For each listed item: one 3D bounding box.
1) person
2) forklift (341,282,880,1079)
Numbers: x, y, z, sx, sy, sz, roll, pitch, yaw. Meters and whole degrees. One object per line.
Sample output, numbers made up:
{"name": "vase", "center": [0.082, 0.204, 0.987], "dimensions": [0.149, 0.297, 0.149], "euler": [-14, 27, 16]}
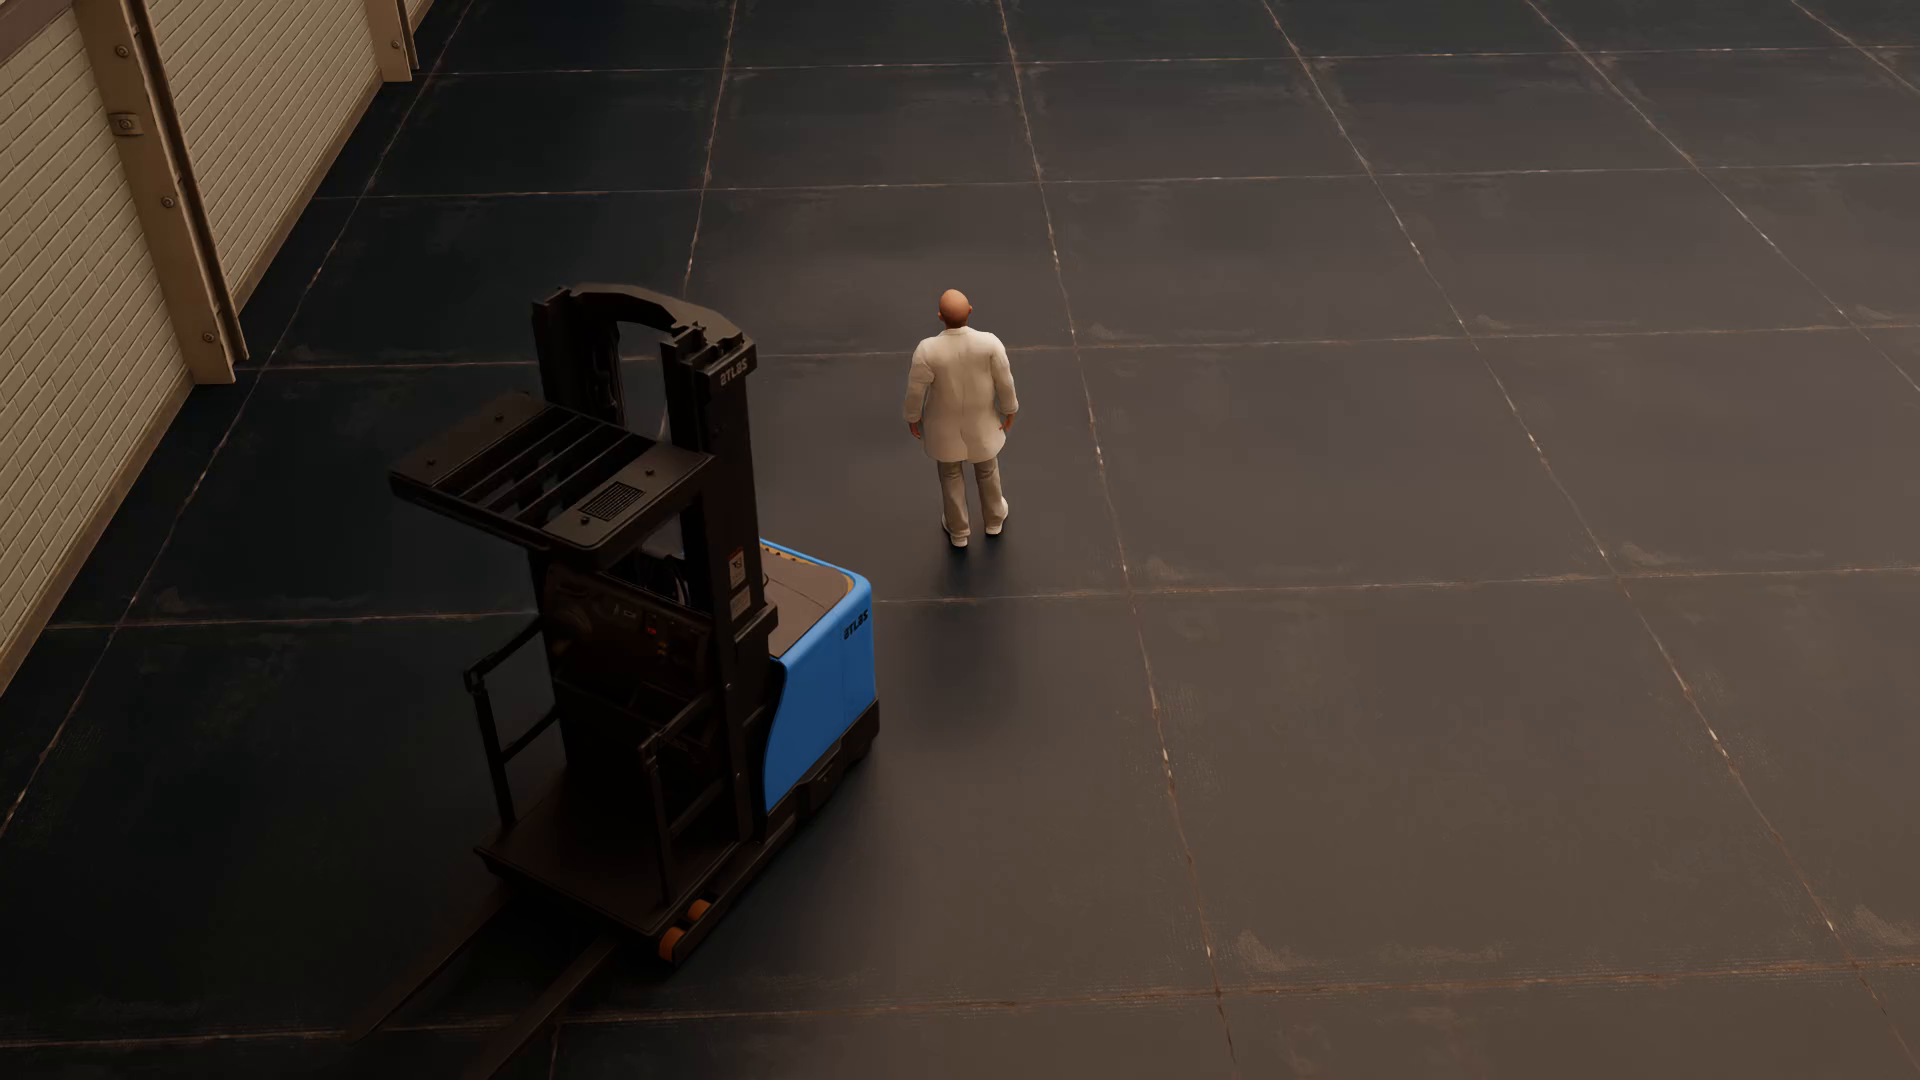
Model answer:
{"name": "person", "center": [0.000, -0.778, 10.045], "dimensions": [0.696, 1.776, 0.581], "euler": [-2, 36, -2]}
{"name": "forklift", "center": [-1.615, 0.480, 7.351], "dimensions": [1.130, 2.935, 3.031], "euler": [19, 40, 24]}
